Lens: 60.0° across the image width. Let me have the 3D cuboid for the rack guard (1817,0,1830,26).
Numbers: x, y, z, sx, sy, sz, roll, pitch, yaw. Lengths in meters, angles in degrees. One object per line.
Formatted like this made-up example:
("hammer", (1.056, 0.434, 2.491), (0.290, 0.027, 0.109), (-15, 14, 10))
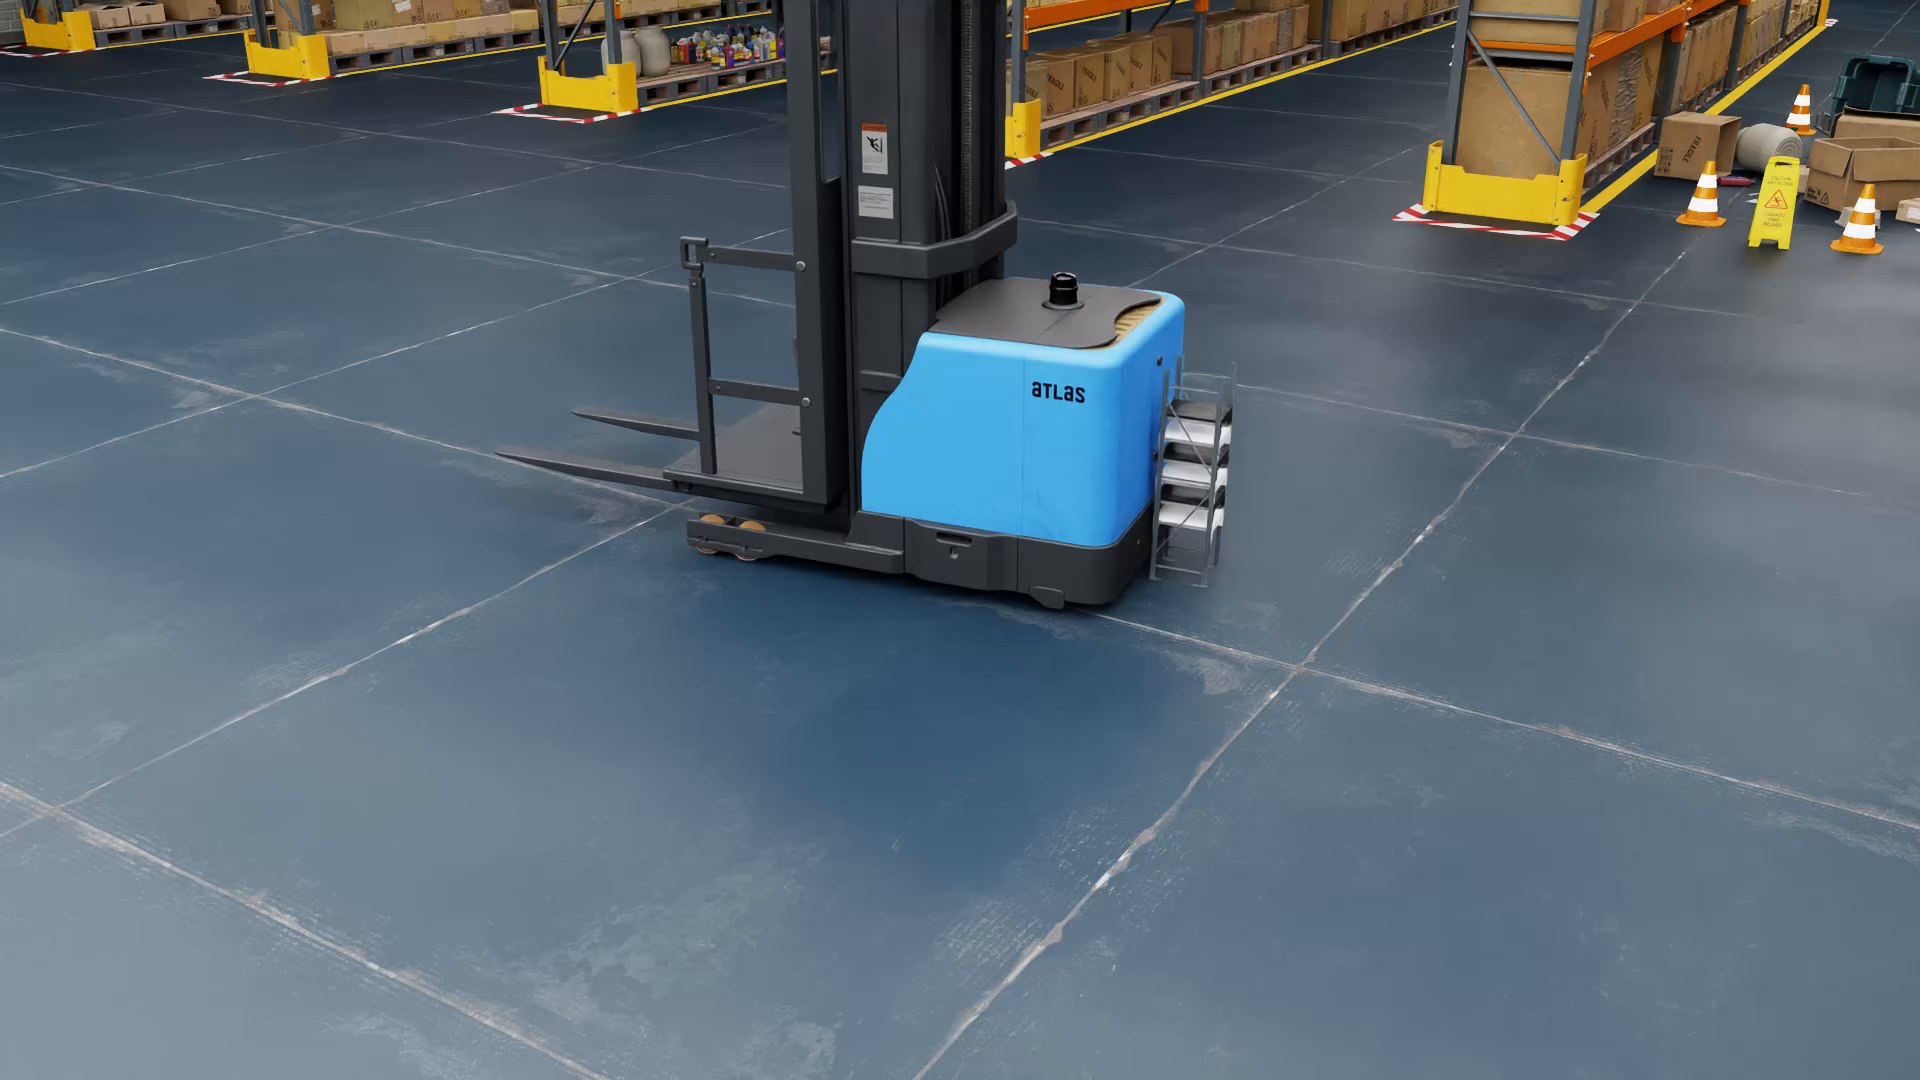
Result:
("rack guard", (12.709, -8.215, 25.597), (1.175, 0.500, 0.348), (14, 27, 29))

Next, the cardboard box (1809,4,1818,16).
("cardboard box", (12.599, -7.943, 24.881), (0.380, 0.149, 0.250), (15, 27, 31))

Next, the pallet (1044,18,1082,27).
("pallet", (1.185, -8.204, 25.936), (1.003, 0.211, 1.213), (14, 27, 29))

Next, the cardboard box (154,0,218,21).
("cardboard box", (-11.304, -7.874, 24.255), (0.700, 0.500, 0.500), (12, 26, 26))

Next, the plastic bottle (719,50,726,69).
("plastic bottle", (-2.784, -5.598, 19.374), (0.097, 0.201, 0.097), (0, 23, 0))

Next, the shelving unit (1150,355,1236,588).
("shelving unit", (0.941, -0.273, 6.741), (0.258, 0.900, 0.210), (10, 25, 19))

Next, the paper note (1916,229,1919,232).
("paper note", (7.375, -2.358, 12.658), (0.148, 0.019, 0.142), (5, 24, 11))

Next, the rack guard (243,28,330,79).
("rack guard", (-8.278, -5.983, 20.441), (1.175, 0.500, 0.348), (14, 27, 29))

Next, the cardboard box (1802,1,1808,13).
("cardboard box", (11.905, -7.636, 23.798), (0.380, 0.149, 0.250), (14, 27, 29))

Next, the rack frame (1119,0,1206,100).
("rack frame", (2.258, -6.411, 18.283), (1.000, 3.000, 0.127), (14, 27, 29))

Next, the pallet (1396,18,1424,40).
("pallet", (6.135, -7.555, 24.436), (1.003, 0.211, 1.213), (14, 27, 29))

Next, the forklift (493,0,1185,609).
("forklift", (-0.619, -1.437, 6.880), (3.031, 2.935, 1.130), (9, 25, 21))

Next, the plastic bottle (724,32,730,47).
("plastic bottle", (-2.873, -6.092, 20.427), (0.097, 0.271, 0.097), (0, 23, 0))

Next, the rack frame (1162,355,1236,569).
("rack frame", (0.978, -0.311, 6.828), (0.240, 0.900, 0.006), (10, 25, 19))

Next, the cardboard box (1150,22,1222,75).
("cardboard box", (2.601, -5.668, 19.161), (0.700, 0.500, 0.500), (12, 26, 25))

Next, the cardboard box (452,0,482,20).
("cardboard box", (-6.749, -7.225, 22.152), (0.500, 0.500, 0.500), (14, 27, 29))

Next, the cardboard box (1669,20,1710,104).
("cardboard box", (7.182, -5.051, 17.445), (1.050, 0.750, 0.750), (14, 27, 29))

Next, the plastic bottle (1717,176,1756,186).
("plastic bottle", (6.678, -3.083, 14.295), (0.283, 0.061, 0.133), (5, 24, 11))

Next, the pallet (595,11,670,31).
("pallet", (-5.157, -7.879, 25.184), (1.003, 0.211, 1.213), (14, 27, 29))

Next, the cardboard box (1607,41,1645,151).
("cardboard box", (5.555, -4.052, 14.981), (0.875, 0.875, 0.875), (14, 27, 29))

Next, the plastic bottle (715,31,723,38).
("plastic bottle", (-2.950, -6.108, 20.449), (0.061, 0.283, 0.133), (15, 28, 31))

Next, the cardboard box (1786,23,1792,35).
("cardboard box", (11.104, -6.977, 22.652), (0.380, 0.149, 0.250), (13, 26, 27))

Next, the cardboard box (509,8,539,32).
("cardboard box", (-6.215, -7.217, 23.077), (0.500, 0.250, 0.500), (14, 27, 29))

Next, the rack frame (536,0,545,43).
("rack frame", (-6.156, -8.488, 23.082), (1.000, 3.000, 0.127), (14, 27, 29))

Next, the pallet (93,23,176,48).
("pallet", (-11.977, -7.188, 23.588), (1.003, 0.211, 1.213), (14, 27, 29))

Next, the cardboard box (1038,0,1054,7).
("cardboard box", (0.650, -5.072, 15.507), (0.380, 0.149, 0.250), (14, 27, 29))

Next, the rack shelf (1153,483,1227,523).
("rack shelf", (0.939, -0.160, 6.791), (0.258, 0.077, 0.200), (10, 25, 19))

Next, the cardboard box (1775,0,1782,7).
("cardboard box", (10.178, -6.952, 21.207), (0.500, 0.250, 0.500), (15, 28, 31))

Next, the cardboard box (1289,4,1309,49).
("cardboard box", (4.032, -6.585, 21.279), (0.700, 0.500, 0.500), (12, 26, 26))

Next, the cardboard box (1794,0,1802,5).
("cardboard box", (11.606, -7.606, 23.354), (0.380, 0.149, 0.250), (15, 27, 30))

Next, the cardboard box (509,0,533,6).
("cardboard box", (-6.185, -7.873, 23.888), (0.500, 0.311, 0.500), (14, 27, 29))

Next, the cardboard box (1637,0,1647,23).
("cardboard box", (5.384, -4.731, 14.215), (0.875, 0.550, 0.500), (14, 27, 29))

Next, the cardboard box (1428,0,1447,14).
("cardboard box", (6.895, -8.535, 25.335), (0.875, 0.875, 0.875), (14, 27, 29))

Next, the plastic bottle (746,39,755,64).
("plastic bottle", (-2.498, -5.813, 19.783), (0.097, 0.271, 0.097), (0, 23, 0))

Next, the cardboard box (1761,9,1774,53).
("cardboard box", (9.917, -6.435, 20.957), (0.500, 0.500, 0.500), (13, 27, 28))

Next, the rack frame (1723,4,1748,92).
("rack frame", (8.529, -6.687, 18.922), (1.000, 3.000, 0.127), (14, 27, 29))

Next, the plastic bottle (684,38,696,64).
("plastic bottle", (-3.216, -5.823, 19.791), (0.061, 0.283, 0.133), (14, 27, 29))

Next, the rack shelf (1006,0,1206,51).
("rack shelf", (1.203, -5.406, 16.867), (1.077, 0.370, 4.000), (14, 27, 29))

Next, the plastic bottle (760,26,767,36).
("plastic bottle", (-2.490, -6.383, 21.099), (0.097, 0.271, 0.097), (0, 23, 0))

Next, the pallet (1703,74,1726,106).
("pallet", (8.049, -5.157, 18.898), (1.003, 0.211, 1.213), (14, 27, 29))

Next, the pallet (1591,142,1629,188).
("pallet", (5.309, -3.404, 14.848), (1.003, 0.211, 1.213), (14, 27, 29))

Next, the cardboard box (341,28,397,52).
("cardboard box", (-7.533, -6.373, 21.128), (0.500, 0.250, 0.500), (14, 27, 29))

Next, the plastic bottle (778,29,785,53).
("plastic bottle", (-2.145, -6.093, 20.329), (0.144, 0.351, 0.185), (12, 26, 26))

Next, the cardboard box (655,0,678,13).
("cardboard box", (-4.653, -8.197, 25.341), (0.500, 0.250, 0.500), (15, 27, 30))

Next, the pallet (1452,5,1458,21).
("pallet", (7.589, -8.485, 26.584), (1.003, 0.211, 1.213), (14, 27, 29))

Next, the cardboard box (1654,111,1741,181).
("cardboard box", (6.472, -3.452, 14.593), (0.500, 0.500, 0.500), (20, 30, 38))

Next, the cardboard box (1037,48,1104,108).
("cardboard box", (1.125, -4.730, 17.018), (0.500, 0.500, 0.500), (17, 29, 34))

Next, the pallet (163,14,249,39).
("pallet", (-11.333, -7.598, 24.535), (1.003, 0.211, 1.213), (14, 27, 29))

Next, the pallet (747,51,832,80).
("pallet", (-2.339, -5.951, 20.731), (1.003, 0.211, 1.213), (14, 27, 29))

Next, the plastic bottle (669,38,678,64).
("plastic bottle", (-3.417, -5.809, 19.759), (0.061, 0.283, 0.133), (15, 27, 30))
